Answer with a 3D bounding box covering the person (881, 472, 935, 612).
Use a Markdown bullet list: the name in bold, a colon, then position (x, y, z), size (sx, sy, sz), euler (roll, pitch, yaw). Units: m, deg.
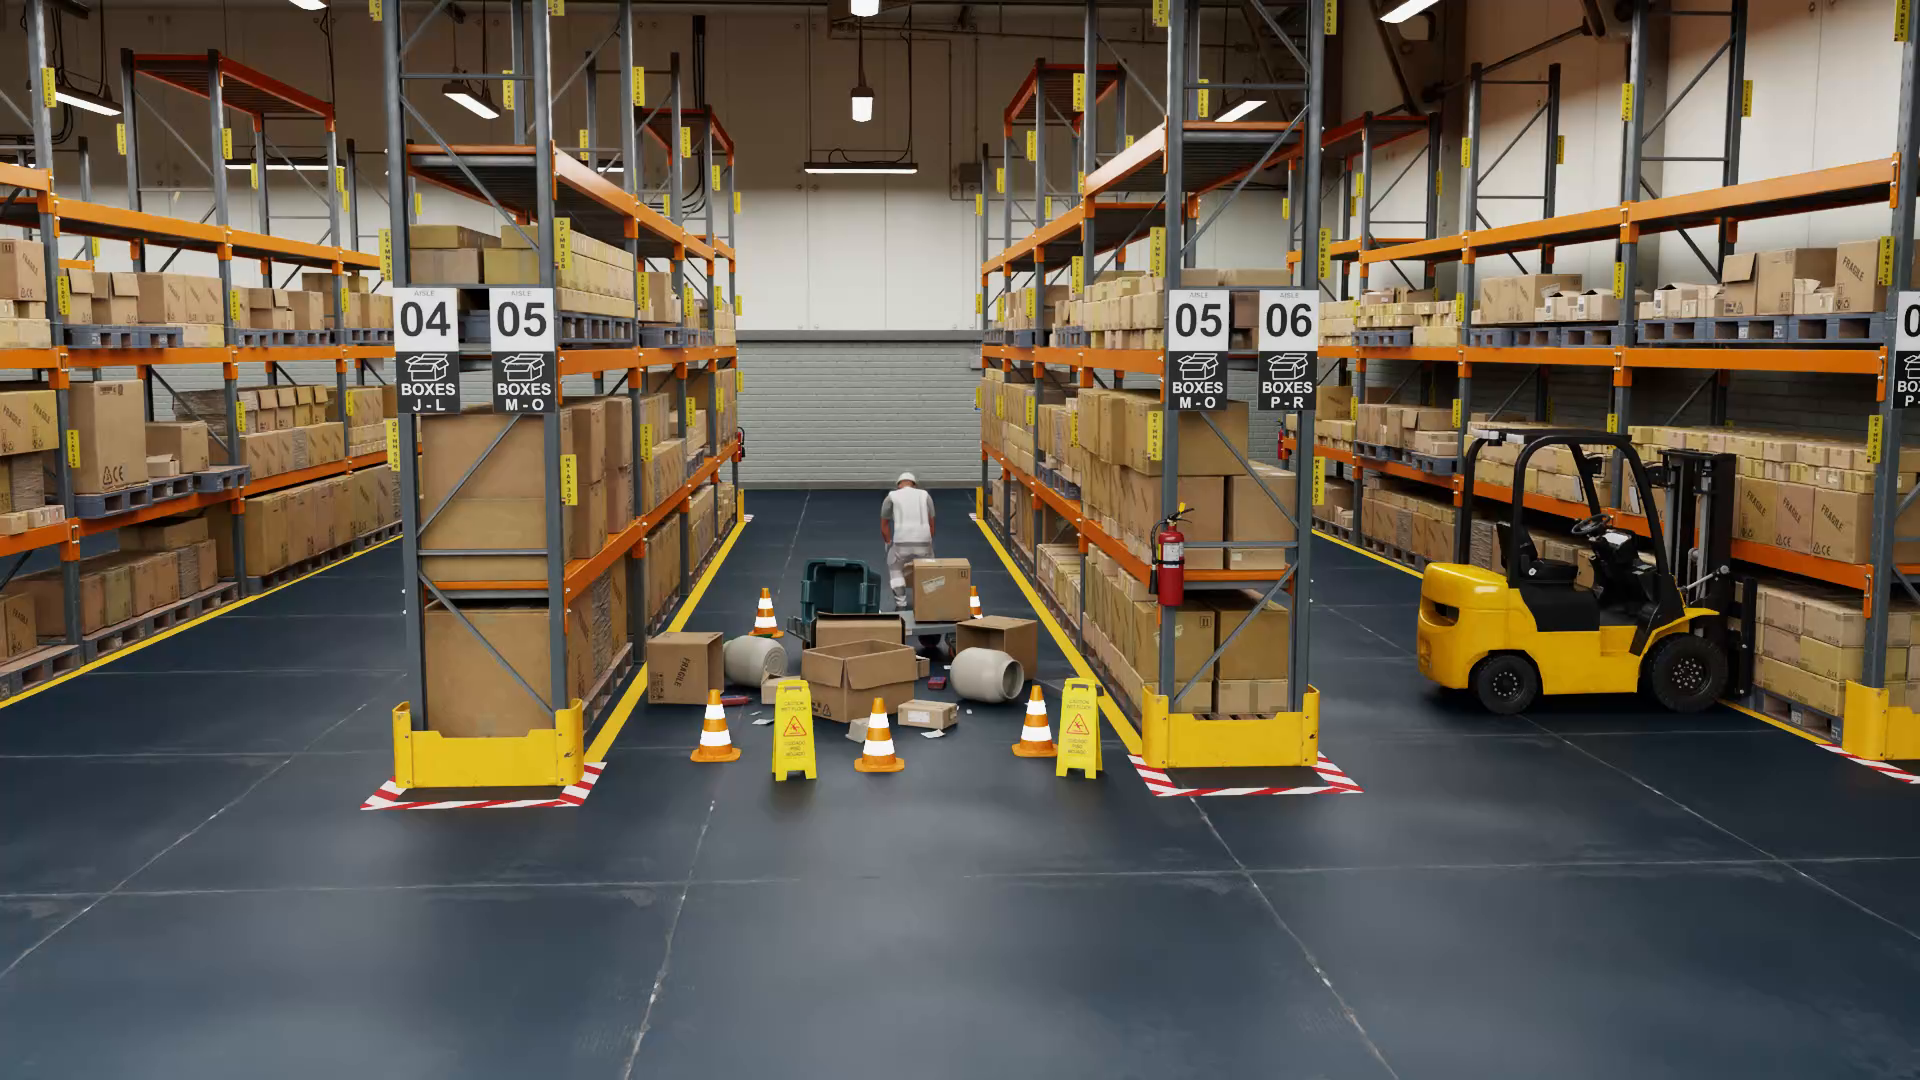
- **person**: position (-0.556, 0.026, 17.768), size (0.582, 1.472, 0.730), euler (0, 7, -3)
